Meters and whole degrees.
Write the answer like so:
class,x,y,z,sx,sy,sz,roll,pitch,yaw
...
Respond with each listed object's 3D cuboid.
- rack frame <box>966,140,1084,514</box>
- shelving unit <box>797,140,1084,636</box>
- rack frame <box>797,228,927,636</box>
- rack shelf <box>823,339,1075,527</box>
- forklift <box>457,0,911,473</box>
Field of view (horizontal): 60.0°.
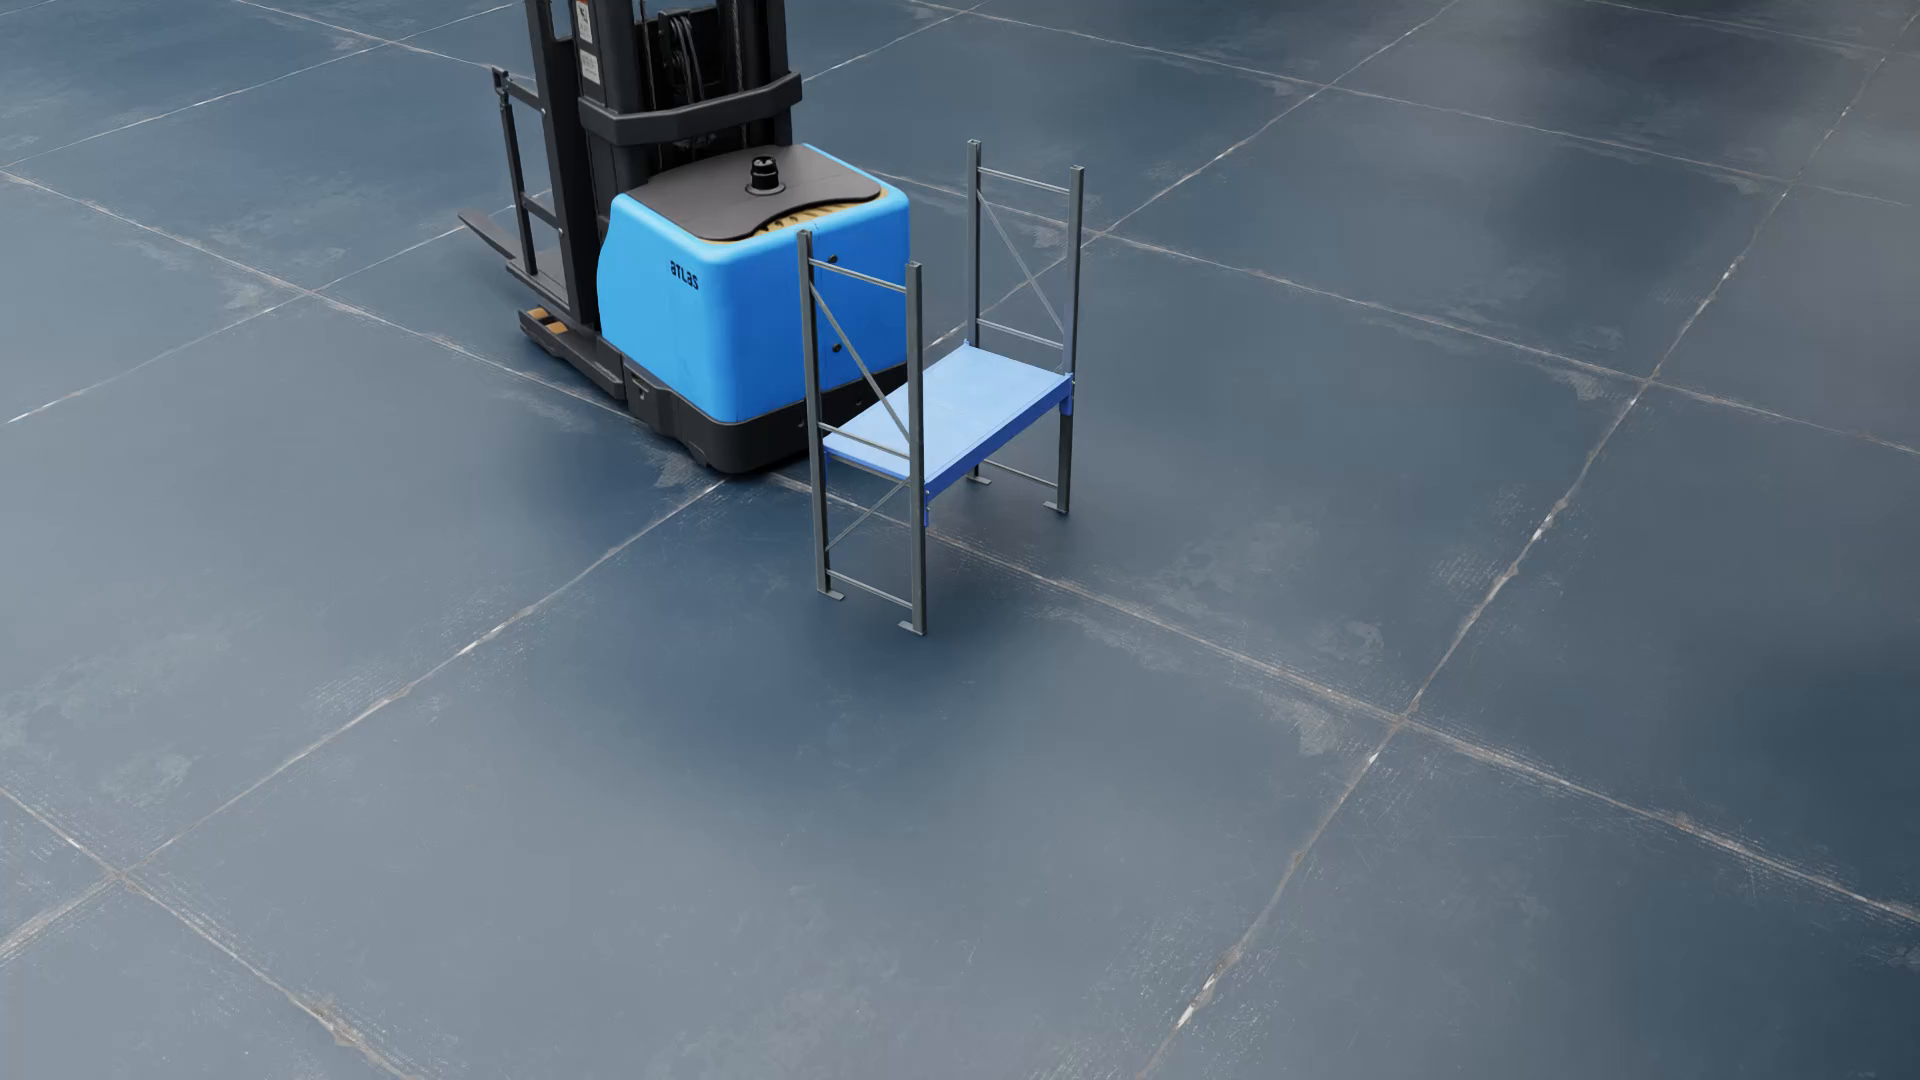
class,x,y,z,sx,sy,sz,roll,pitch,yaw
rack frame,0.241,-0.816,6.618,0.500,1.500,0.032,21,39,28
shelving unit,-0.049,-0.582,6.272,0.538,1.500,1.048,21,39,28
rack frame,-0.338,-0.348,5.926,0.500,1.500,0.032,21,39,28
rack shelf,-0.049,-0.433,6.373,0.538,0.185,1.000,21,39,28
forklift,-1.509,-2.257,7.472,1.130,2.935,3.031,-24,41,-31
